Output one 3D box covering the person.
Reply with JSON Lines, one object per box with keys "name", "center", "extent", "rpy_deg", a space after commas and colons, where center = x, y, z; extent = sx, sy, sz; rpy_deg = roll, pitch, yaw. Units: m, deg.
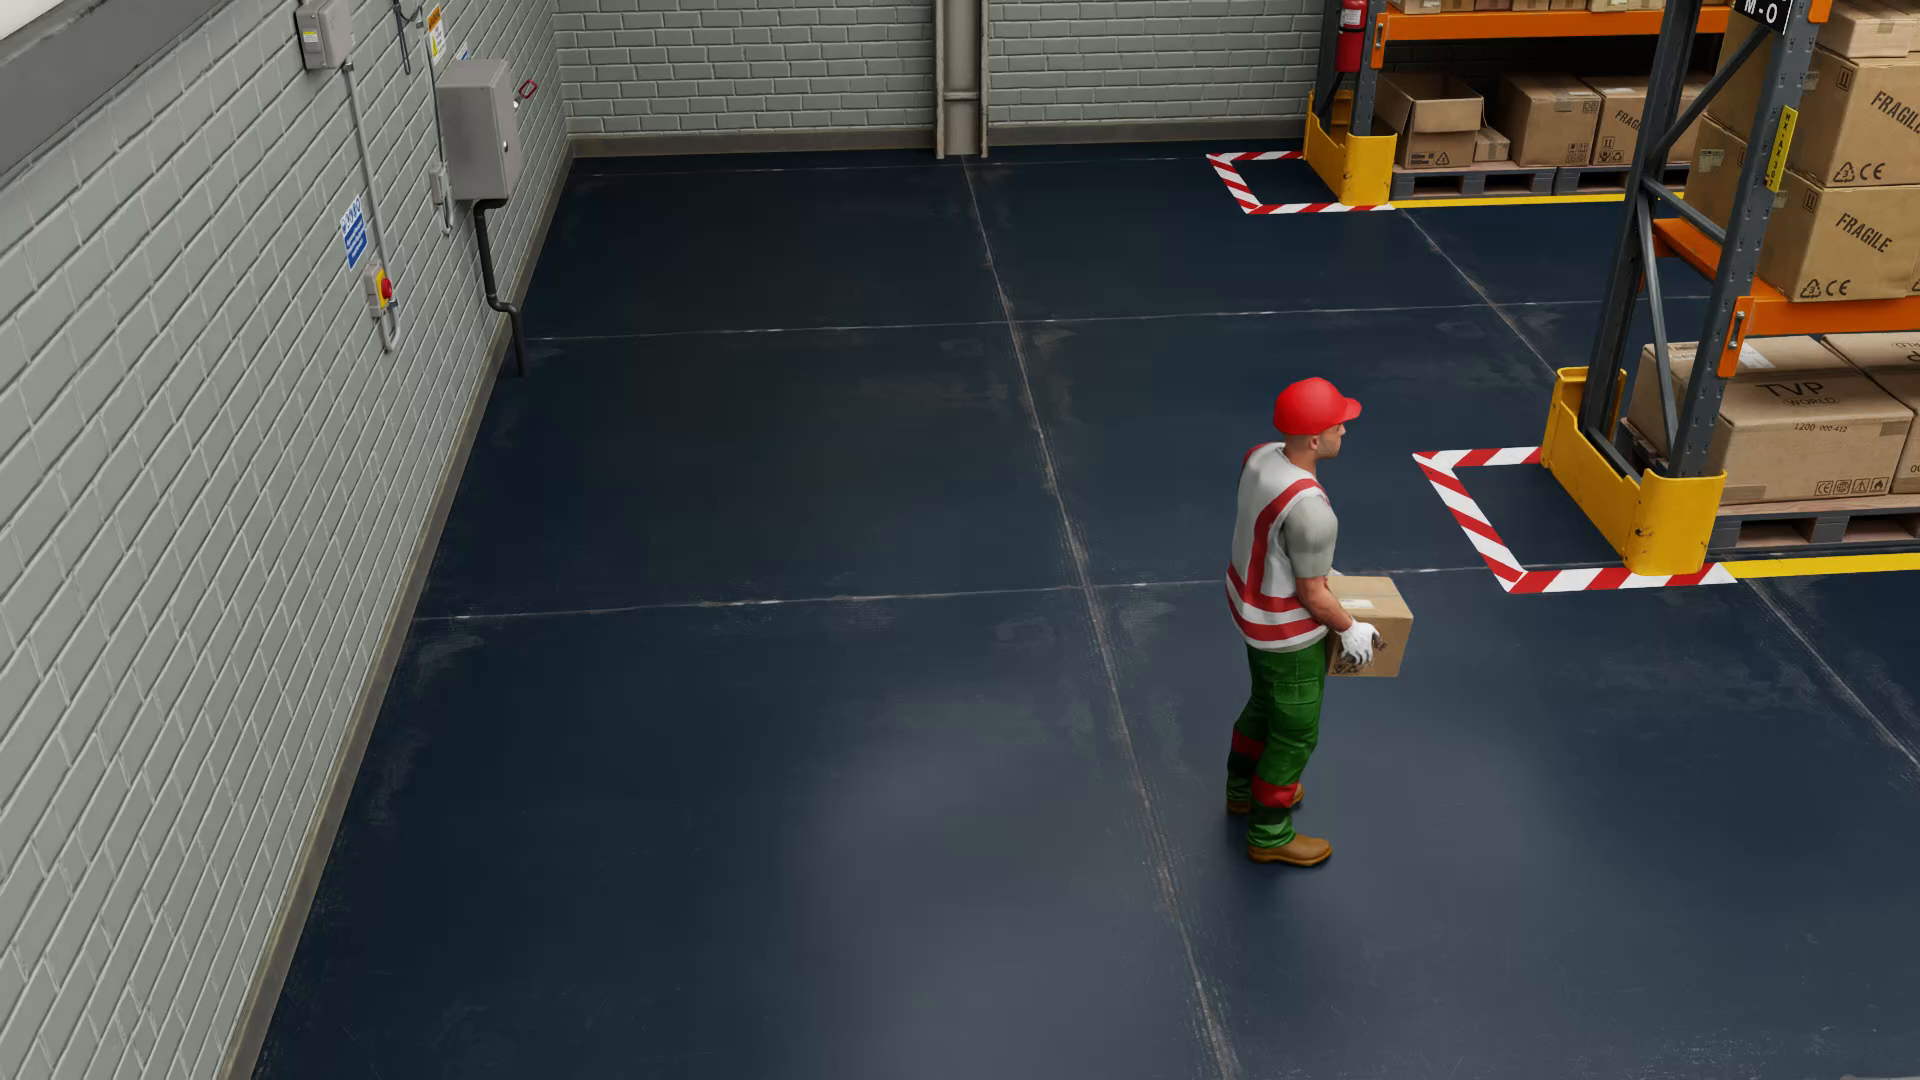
{"name": "person", "center": [1.147, 0.271, 5.652], "extent": [0.474, 1.793, 0.533], "rpy_deg": [-3, 31, -5]}
